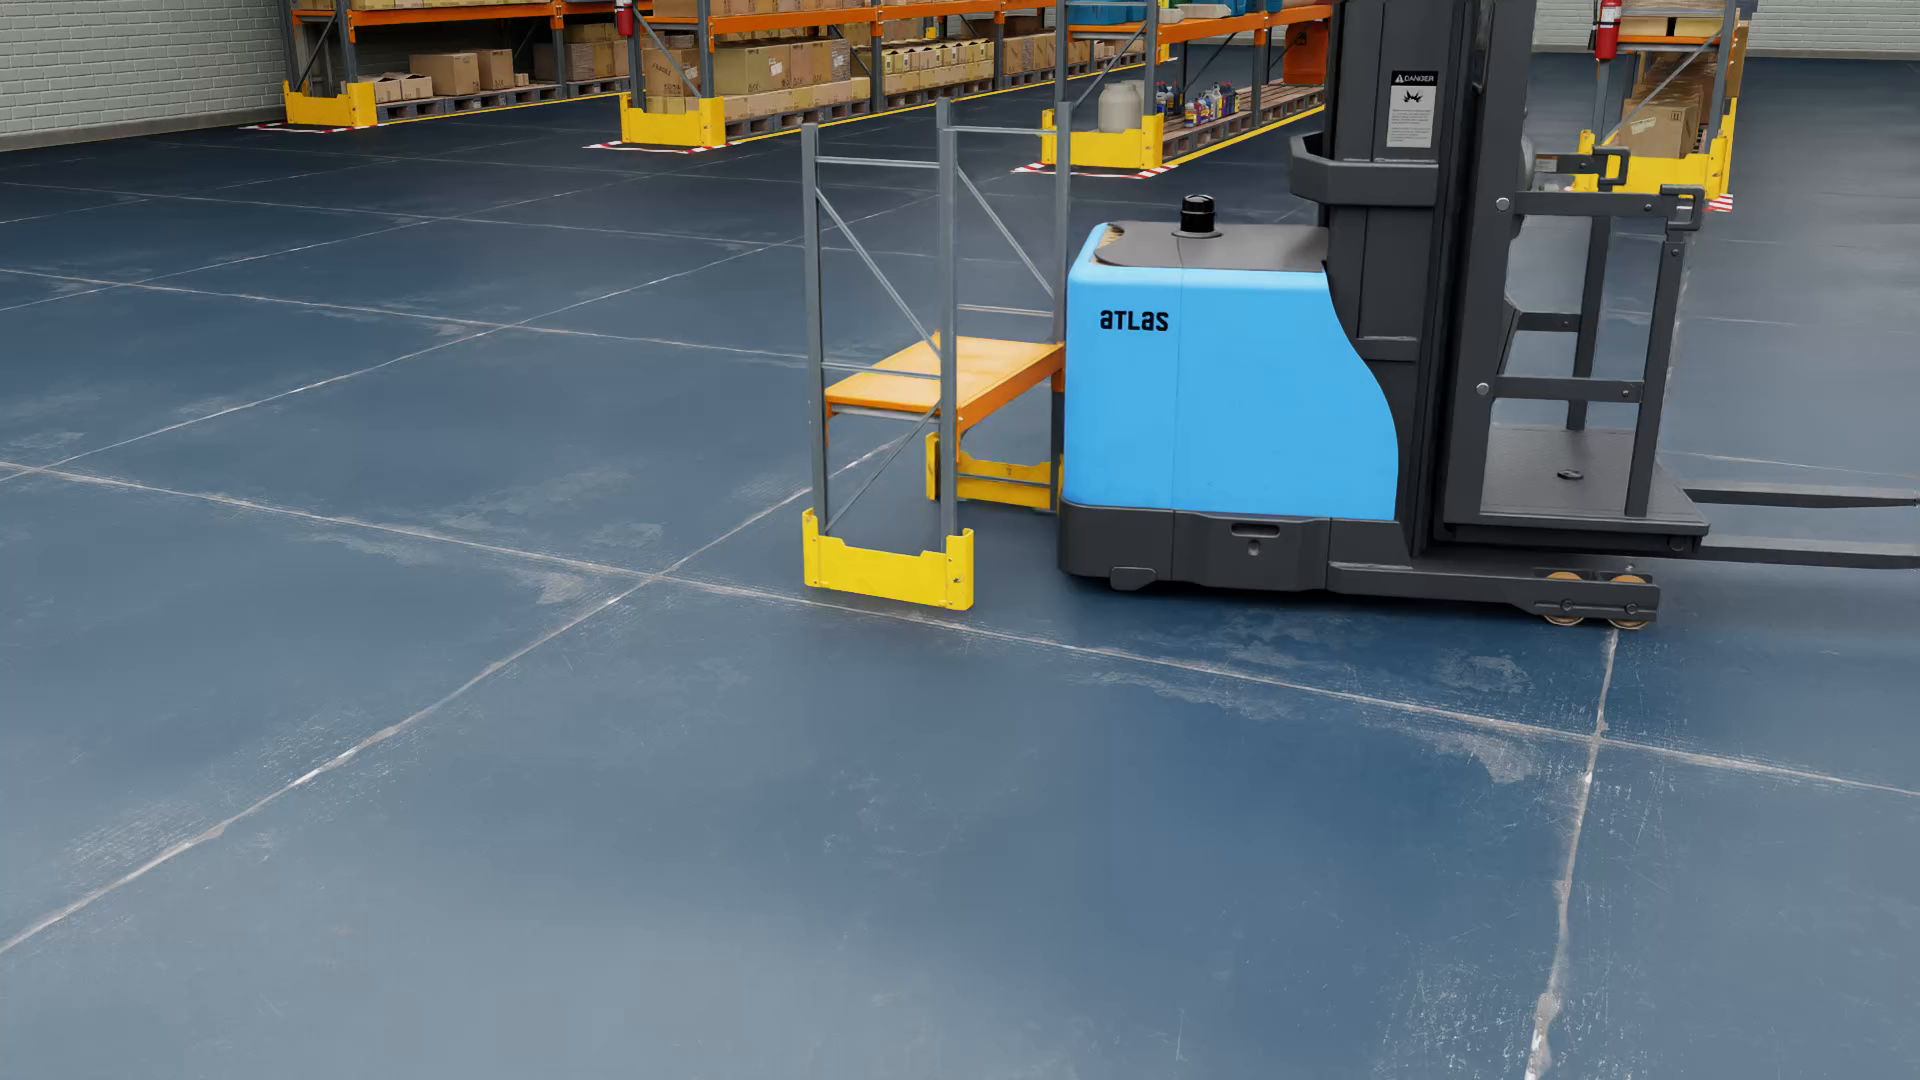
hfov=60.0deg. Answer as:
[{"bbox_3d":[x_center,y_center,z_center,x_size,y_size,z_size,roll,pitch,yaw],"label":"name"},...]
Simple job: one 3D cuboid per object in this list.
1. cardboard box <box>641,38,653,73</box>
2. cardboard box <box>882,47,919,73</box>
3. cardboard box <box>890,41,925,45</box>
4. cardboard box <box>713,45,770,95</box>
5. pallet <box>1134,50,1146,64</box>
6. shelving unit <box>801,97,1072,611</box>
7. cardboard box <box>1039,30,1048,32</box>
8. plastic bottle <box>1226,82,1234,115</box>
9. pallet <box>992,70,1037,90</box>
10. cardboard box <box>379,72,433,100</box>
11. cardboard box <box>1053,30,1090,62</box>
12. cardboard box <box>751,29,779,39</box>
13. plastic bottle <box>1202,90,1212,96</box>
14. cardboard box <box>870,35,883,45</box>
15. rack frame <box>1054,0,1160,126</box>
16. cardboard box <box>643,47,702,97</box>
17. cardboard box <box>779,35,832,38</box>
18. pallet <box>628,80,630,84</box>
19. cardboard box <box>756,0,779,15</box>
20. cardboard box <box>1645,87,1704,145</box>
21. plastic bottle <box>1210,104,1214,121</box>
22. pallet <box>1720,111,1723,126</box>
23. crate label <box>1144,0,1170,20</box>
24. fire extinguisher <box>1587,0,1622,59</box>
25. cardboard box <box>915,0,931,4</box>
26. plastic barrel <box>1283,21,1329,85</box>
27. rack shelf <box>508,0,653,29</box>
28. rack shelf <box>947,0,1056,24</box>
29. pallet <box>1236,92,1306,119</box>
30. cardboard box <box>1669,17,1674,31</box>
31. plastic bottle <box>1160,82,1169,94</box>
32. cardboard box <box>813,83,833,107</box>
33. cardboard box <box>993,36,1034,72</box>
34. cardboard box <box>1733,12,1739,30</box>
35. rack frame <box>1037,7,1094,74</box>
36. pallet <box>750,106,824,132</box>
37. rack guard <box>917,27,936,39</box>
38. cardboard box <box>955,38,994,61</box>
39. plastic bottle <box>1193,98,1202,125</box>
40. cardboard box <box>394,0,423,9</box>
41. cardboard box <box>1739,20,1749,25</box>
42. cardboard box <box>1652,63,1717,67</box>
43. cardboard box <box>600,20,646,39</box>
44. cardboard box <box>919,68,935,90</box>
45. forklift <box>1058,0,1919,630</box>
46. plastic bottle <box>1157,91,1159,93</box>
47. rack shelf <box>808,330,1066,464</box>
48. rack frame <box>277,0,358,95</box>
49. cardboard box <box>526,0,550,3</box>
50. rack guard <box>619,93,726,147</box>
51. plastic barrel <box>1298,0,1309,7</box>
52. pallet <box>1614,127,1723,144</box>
[{"bbox_3d":[-5.104,-7.388,25.339,0.700,0.500,0.500,8,21,22],"label":"cardboard box"},{"bbox_3d":[-0.873,-6.392,22.106,0.500,0.311,0.500,8,21,22],"label":"cardboard box"},{"bbox_3d":[-0.742,-6.933,23.628,0.500,0.311,0.500,8,21,21],"label":"cardboard box"},{"bbox_3d":[-2.492,-5.301,18.755,0.500,0.500,0.500,9,21,23],"label":"cardboard box"},{"bbox_3d":[3.078,-9.069,31.154,1.003,0.211,1.213,9,21,23],"label":"pallet"},{"bbox_3d":[-0.044,-0.683,5.651,0.587,1.500,1.083,8,21,22],"label":"shelving unit"},{"bbox_3d":[1.168,-8.177,27.560,0.500,0.500,0.500,9,21,23],"label":"cardboard box"},{"bbox_3d":[3.037,-5.023,18.914,0.144,0.351,0.185,8,21,21],"label":"plastic bottle"},{"bbox_3d":[0.499,-7.113,25.655,1.003,0.211,1.213,9,21,23],"label":"pallet"},{"bbox_3d":[-7.039,-5.751,21.019,0.500,0.311,0.500,11,22,27],"label":"cardboard box"},{"bbox_3d":[1.856,-8.266,27.810,0.500,0.500,0.500,8,21,22],"label":"cardboard box"},{"bbox_3d":[-3.577,-8.541,28.091,0.750,0.750,0.750,8,21,22],"label":"cardboard box"},{"bbox_3d":[2.813,-4.942,18.797,0.152,0.276,0.135,9,21,23],"label":"plastic bottle"},{"bbox_3d":[-1.903,-9.650,31.730,0.700,0.500,0.500,9,22,24],"label":"cardboard box"},{"bbox_3d":[1.400,-5.078,15.770,1.000,3.000,0.127,9,21,23],"label":"rack frame"},{"bbox_3d":[-3.169,-5.219,18.525,0.500,0.500,0.500,9,21,23],"label":"cardboard box"},{"bbox_3d":[-1.955,-6.138,21.110,0.500,0.500,0.500,9,21,23],"label":"cardboard box"},{"bbox_3d":[-4.683,-7.330,26.265,1.003,0.211,1.213,9,21,23],"label":"pallet"},{"bbox_3d":[-2.495,-6.259,18.942,0.700,0.500,0.500,9,21,23],"label":"cardboard box"},{"bbox_3d":[6.946,-4.148,16.258,0.500,0.500,0.500,7,21,18],"label":"cardboard box"},{"bbox_3d":[2.733,-4.707,18.246,0.097,0.201,0.097,0,20,0],"label":"plastic bottle"},{"bbox_3d":[8.373,-4.920,19.487,1.003,0.211,1.213,9,21,23],"label":"pallet"},{"bbox_3d":[1.907,-5.694,17.451,0.502,0.435,0.616,9,21,23],"label":"crate label"},{"bbox_3d":[5.452,-4.390,13.951,0.296,0.674,0.183,9,21,23],"label":"fire extinguisher"},{"bbox_3d":[-0.729,-7.575,22.643,0.500,0.500,0.500,9,21,23],"label":"cardboard box"},{"bbox_3d":[4.861,-6.851,23.367,0.600,0.830,0.708,9,21,23],"label":"plastic barrel"},{"bbox_3d":[-5.181,-7.932,24.870,1.077,0.370,4.000,9,21,23],"label":"rack shelf"},{"bbox_3d":[0.978,-8.477,26.401,1.077,0.370,4.000,9,21,23],"label":"rack shelf"},{"bbox_3d":[3.823,-5.606,21.418,1.003,0.211,1.213,9,21,23],"label":"pallet"},{"bbox_3d":[6.262,-4.700,15.083,0.380,0.149,0.250,9,21,23],"label":"cardboard box"},{"bbox_3d":[2.329,-5.070,19.045,0.144,0.351,0.185,9,22,24],"label":"plastic bottle"},{"bbox_3d":[-1.875,-5.406,20.169,0.500,0.250,0.500,9,21,23],"label":"cardboard box"},{"bbox_3d":[0.815,-7.494,25.639,0.500,0.500,0.500,8,21,21],"label":"cardboard box"},{"bbox_3d":[6.956,-4.779,15.306,0.380,0.149,0.250,9,21,23],"label":"cardboard box"},{"bbox_3d":[1.797,-9.427,27.999,1.000,3.000,0.127,9,21,23],"label":"rack frame"},{"bbox_3d":[-2.341,-5.056,19.870,1.003,0.211,1.213,9,21,23],"label":"pallet"},{"bbox_3d":[-1.076,-10.158,33.785,1.175,0.500,0.348,9,21,23],"label":"rack guard"},{"bbox_3d":[0.169,-7.177,24.312,0.500,0.311,0.500,9,22,24],"label":"cardboard box"},{"bbox_3d":[2.536,-4.583,17.777,0.061,0.283,0.133,9,21,24],"label":"plastic bottle"},{"bbox_3d":[-6.949,-6.642,20.363,0.500,0.250,0.500,8,21,21],"label":"cardboard box"},{"bbox_3d":[10.224,-6.792,23.133,1.225,0.875,0.875,8,21,21],"label":"cardboard box"},{"bbox_3d":[8.497,-5.320,19.525,0.700,0.500,0.500,11,22,27],"label":"cardboard box"},{"bbox_3d":[-5.106,-7.715,25.140,0.500,0.250,0.500,8,21,22],"label":"cardboard box"},{"bbox_3d":[-0.668,-6.288,22.649,0.500,0.250,0.500,8,21,21],"label":"cardboard box"},{"bbox_3d":[1.888,-1.293,5.231,3.031,2.935,1.130,3,20,9],"label":"forklift"},{"bbox_3d":[2.226,-4.925,18.755,0.097,0.271,0.097,0,20,0],"label":"plastic bottle"},{"bbox_3d":[-0.047,-0.511,5.703,0.538,0.185,1.000,8,21,22],"label":"rack shelf"},{"bbox_3d":[-7.638,-6.437,19.592,1.000,3.000,0.127,9,21,23],"label":"rack frame"},{"bbox_3d":[-5.918,-7.412,22.528,0.500,0.250,0.500,9,21,23],"label":"cardboard box"},{"bbox_3d":[-3.127,-4.573,18.083,1.175,0.500,0.348,9,21,23],"label":"rack guard"},{"bbox_3d":[4.277,-7.103,21.299,0.421,0.512,0.421,0,20,0],"label":"plastic barrel"},{"bbox_3d":[7.314,-4.097,17.174,1.003,0.211,1.213,9,21,23],"label":"pallet"}]
